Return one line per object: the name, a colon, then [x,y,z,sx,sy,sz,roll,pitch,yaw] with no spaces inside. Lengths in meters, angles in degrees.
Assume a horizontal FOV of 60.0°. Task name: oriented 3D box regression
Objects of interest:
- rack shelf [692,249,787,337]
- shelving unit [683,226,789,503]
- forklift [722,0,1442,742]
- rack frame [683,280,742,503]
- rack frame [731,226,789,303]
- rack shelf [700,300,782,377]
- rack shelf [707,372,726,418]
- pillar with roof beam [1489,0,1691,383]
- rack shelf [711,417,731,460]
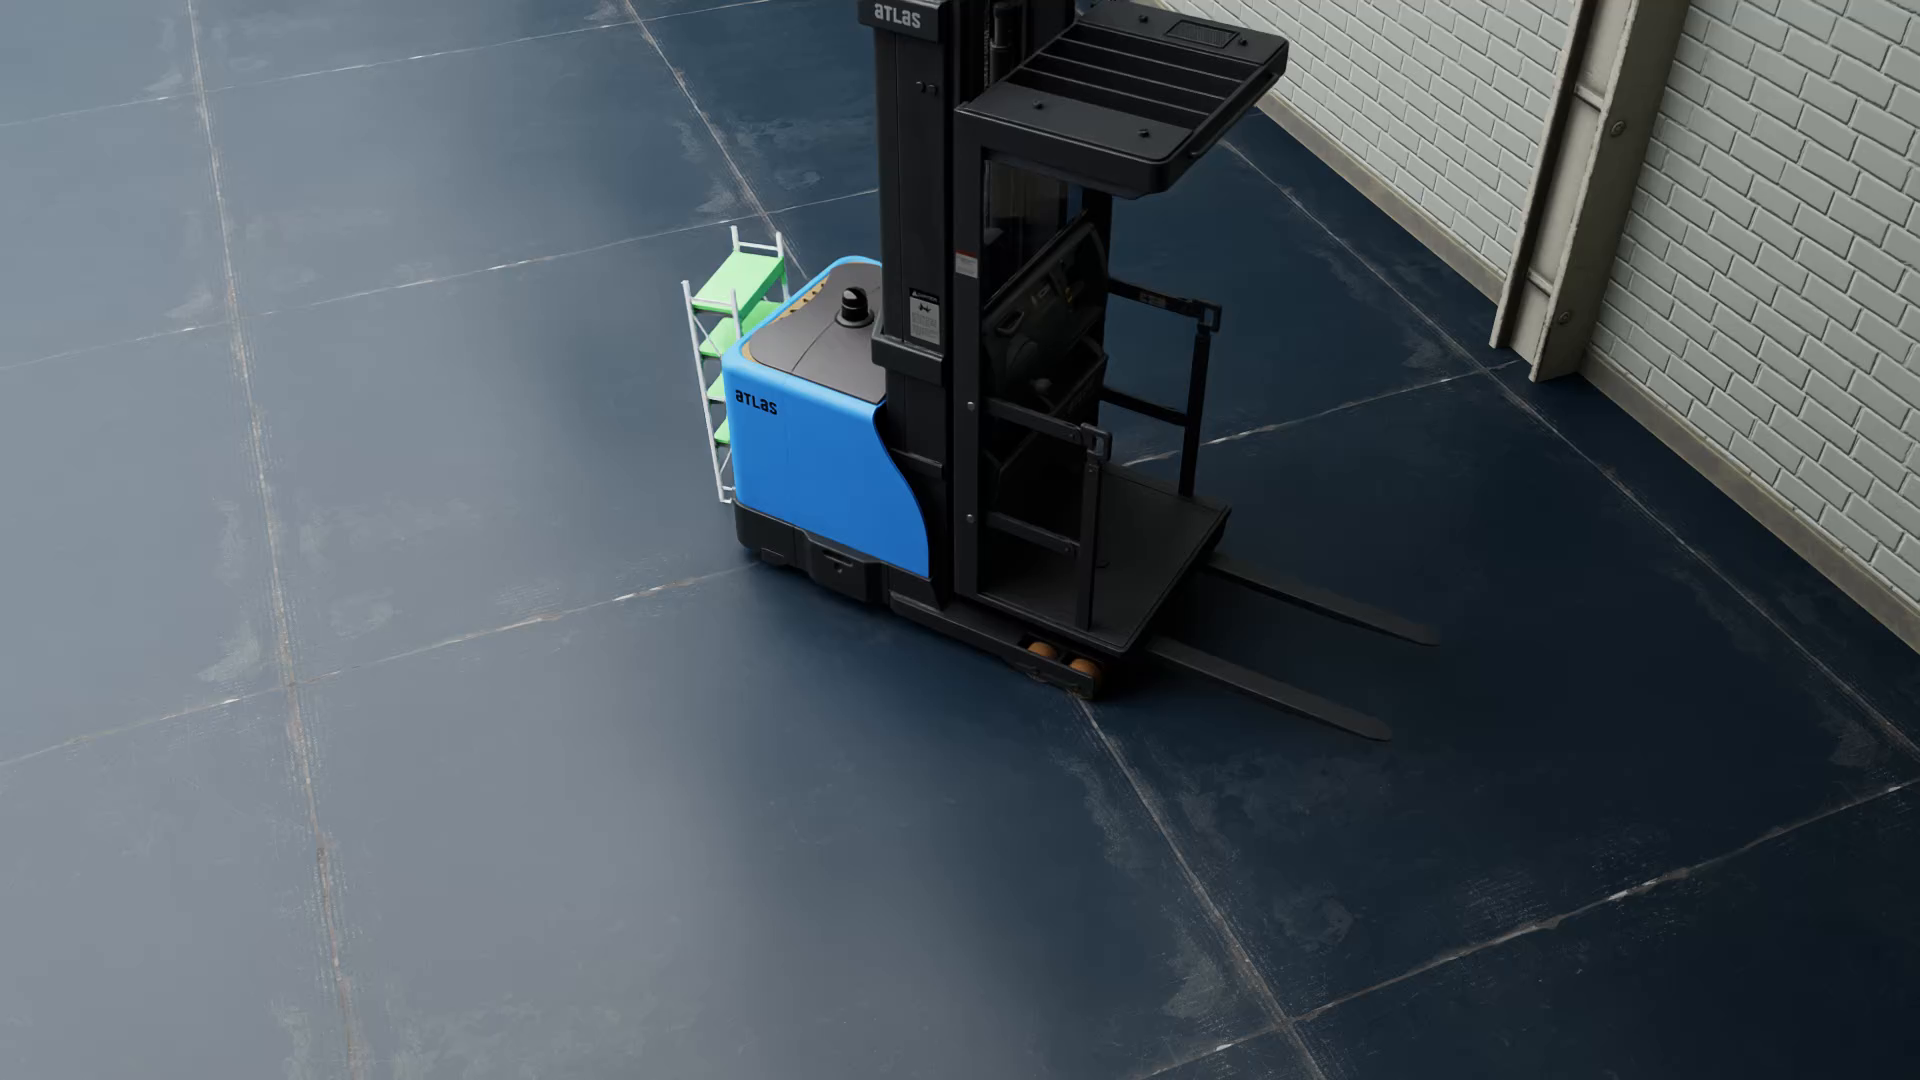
rack shelf: [-0.983,-1.095,7.375,0.258,0.148,0.480,11,42,16]
shelving unit: [-0.966,-0.776,7.642,0.258,1.200,0.503,11,42,16]
forklift: [0.518,-0.852,6.411,3.031,2.935,1.130,21,45,23]
rack frame: [-1.046,-0.625,7.467,0.240,1.200,0.015,11,42,16]
rack frame: [-0.887,-0.926,7.817,0.240,1.200,0.015,11,42,16]
rack shelf: [-0.974,-0.911,7.529,0.258,0.148,0.480,11,42,16]
rack shelf: [-0.964,-0.727,7.683,0.258,0.148,0.480,11,42,16]
pillar with roof beam: [-0.935,-3.309,4.615,9.100,9.000,0.400,-15,43,-17]
rack shelf: [-0.954,-0.543,7.836,0.258,0.148,0.480,11,42,16]
